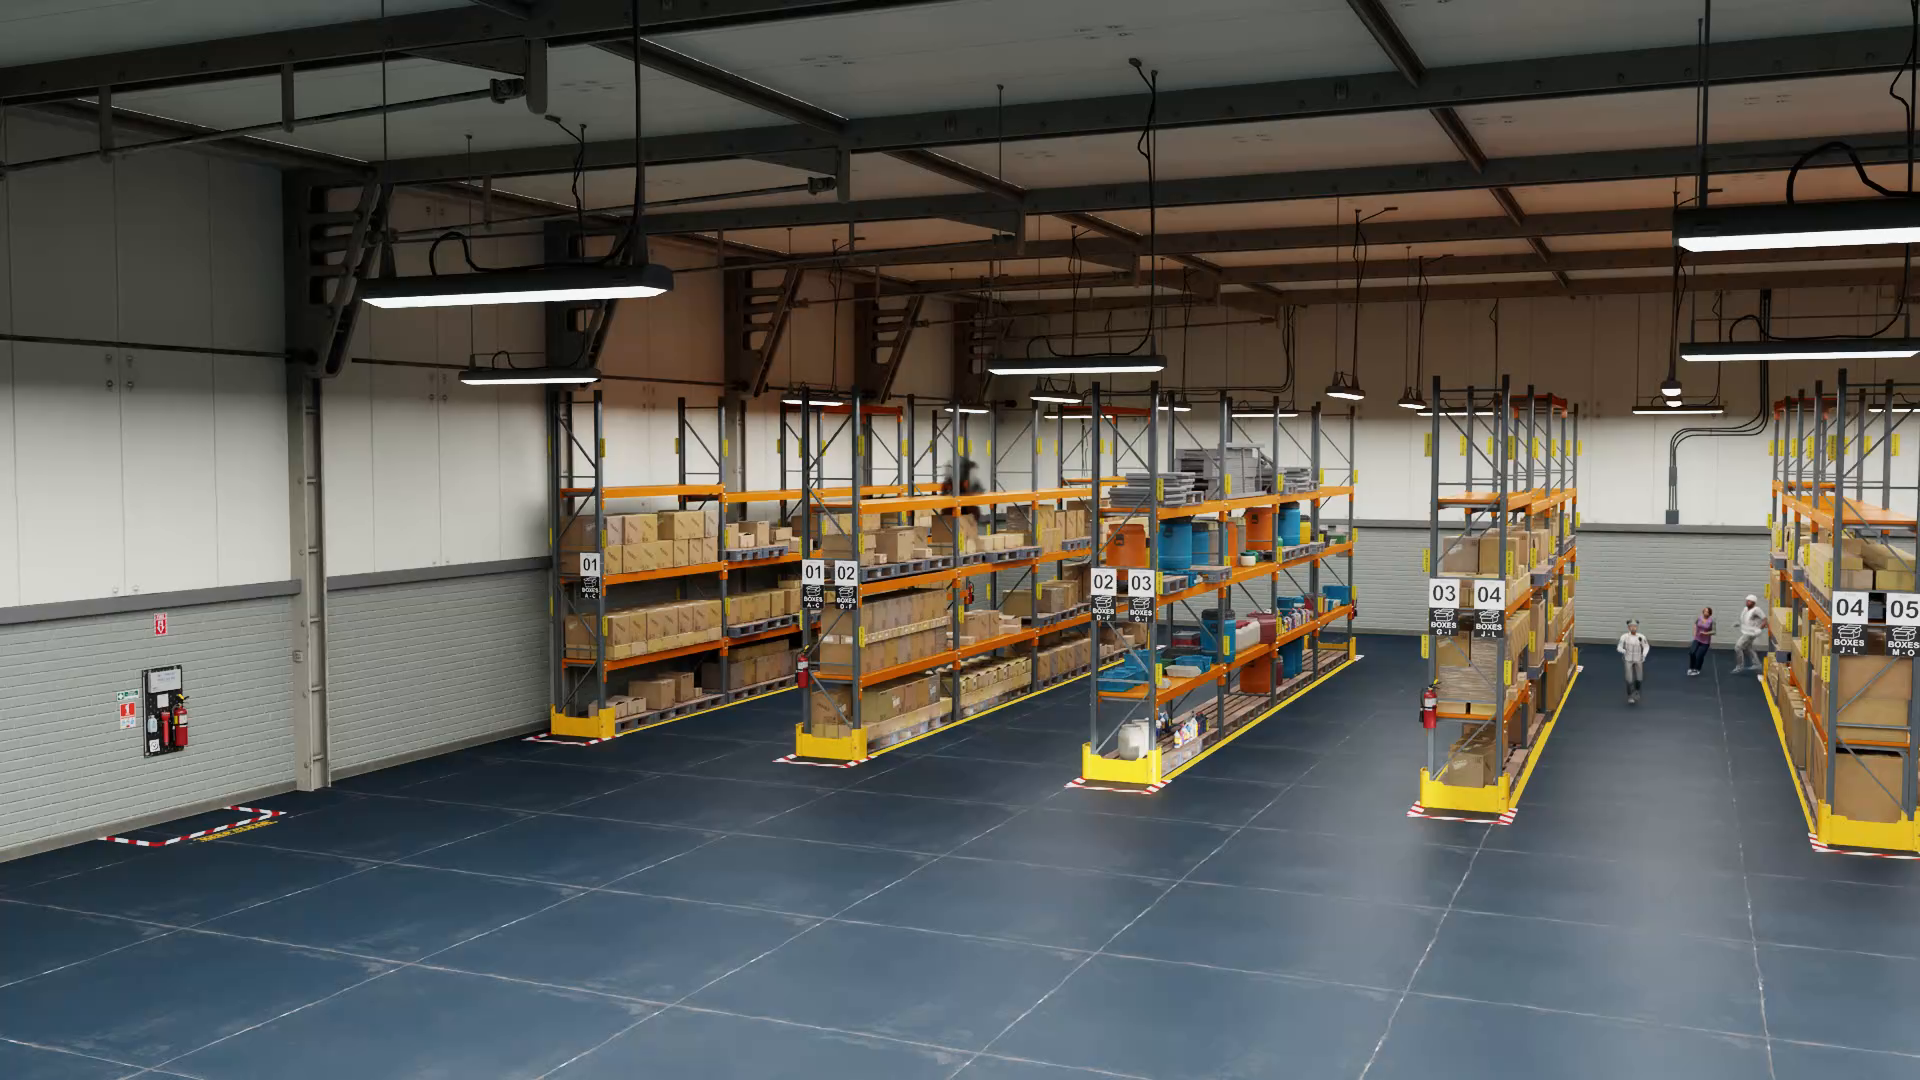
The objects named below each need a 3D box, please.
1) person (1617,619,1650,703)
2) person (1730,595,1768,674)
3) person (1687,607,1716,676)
[{"bbox_3d":[13.159,2.372,32.485,0.597,1.654,0.548,1,3,19],"label":"person"},{"bbox_3d":[17.482,2.100,36.796,0.712,1.803,0.742,0,3,5],"label":"person"},{"bbox_3d":[16.202,2.228,36.293,0.598,1.541,0.620,3,4,41],"label":"person"}]
